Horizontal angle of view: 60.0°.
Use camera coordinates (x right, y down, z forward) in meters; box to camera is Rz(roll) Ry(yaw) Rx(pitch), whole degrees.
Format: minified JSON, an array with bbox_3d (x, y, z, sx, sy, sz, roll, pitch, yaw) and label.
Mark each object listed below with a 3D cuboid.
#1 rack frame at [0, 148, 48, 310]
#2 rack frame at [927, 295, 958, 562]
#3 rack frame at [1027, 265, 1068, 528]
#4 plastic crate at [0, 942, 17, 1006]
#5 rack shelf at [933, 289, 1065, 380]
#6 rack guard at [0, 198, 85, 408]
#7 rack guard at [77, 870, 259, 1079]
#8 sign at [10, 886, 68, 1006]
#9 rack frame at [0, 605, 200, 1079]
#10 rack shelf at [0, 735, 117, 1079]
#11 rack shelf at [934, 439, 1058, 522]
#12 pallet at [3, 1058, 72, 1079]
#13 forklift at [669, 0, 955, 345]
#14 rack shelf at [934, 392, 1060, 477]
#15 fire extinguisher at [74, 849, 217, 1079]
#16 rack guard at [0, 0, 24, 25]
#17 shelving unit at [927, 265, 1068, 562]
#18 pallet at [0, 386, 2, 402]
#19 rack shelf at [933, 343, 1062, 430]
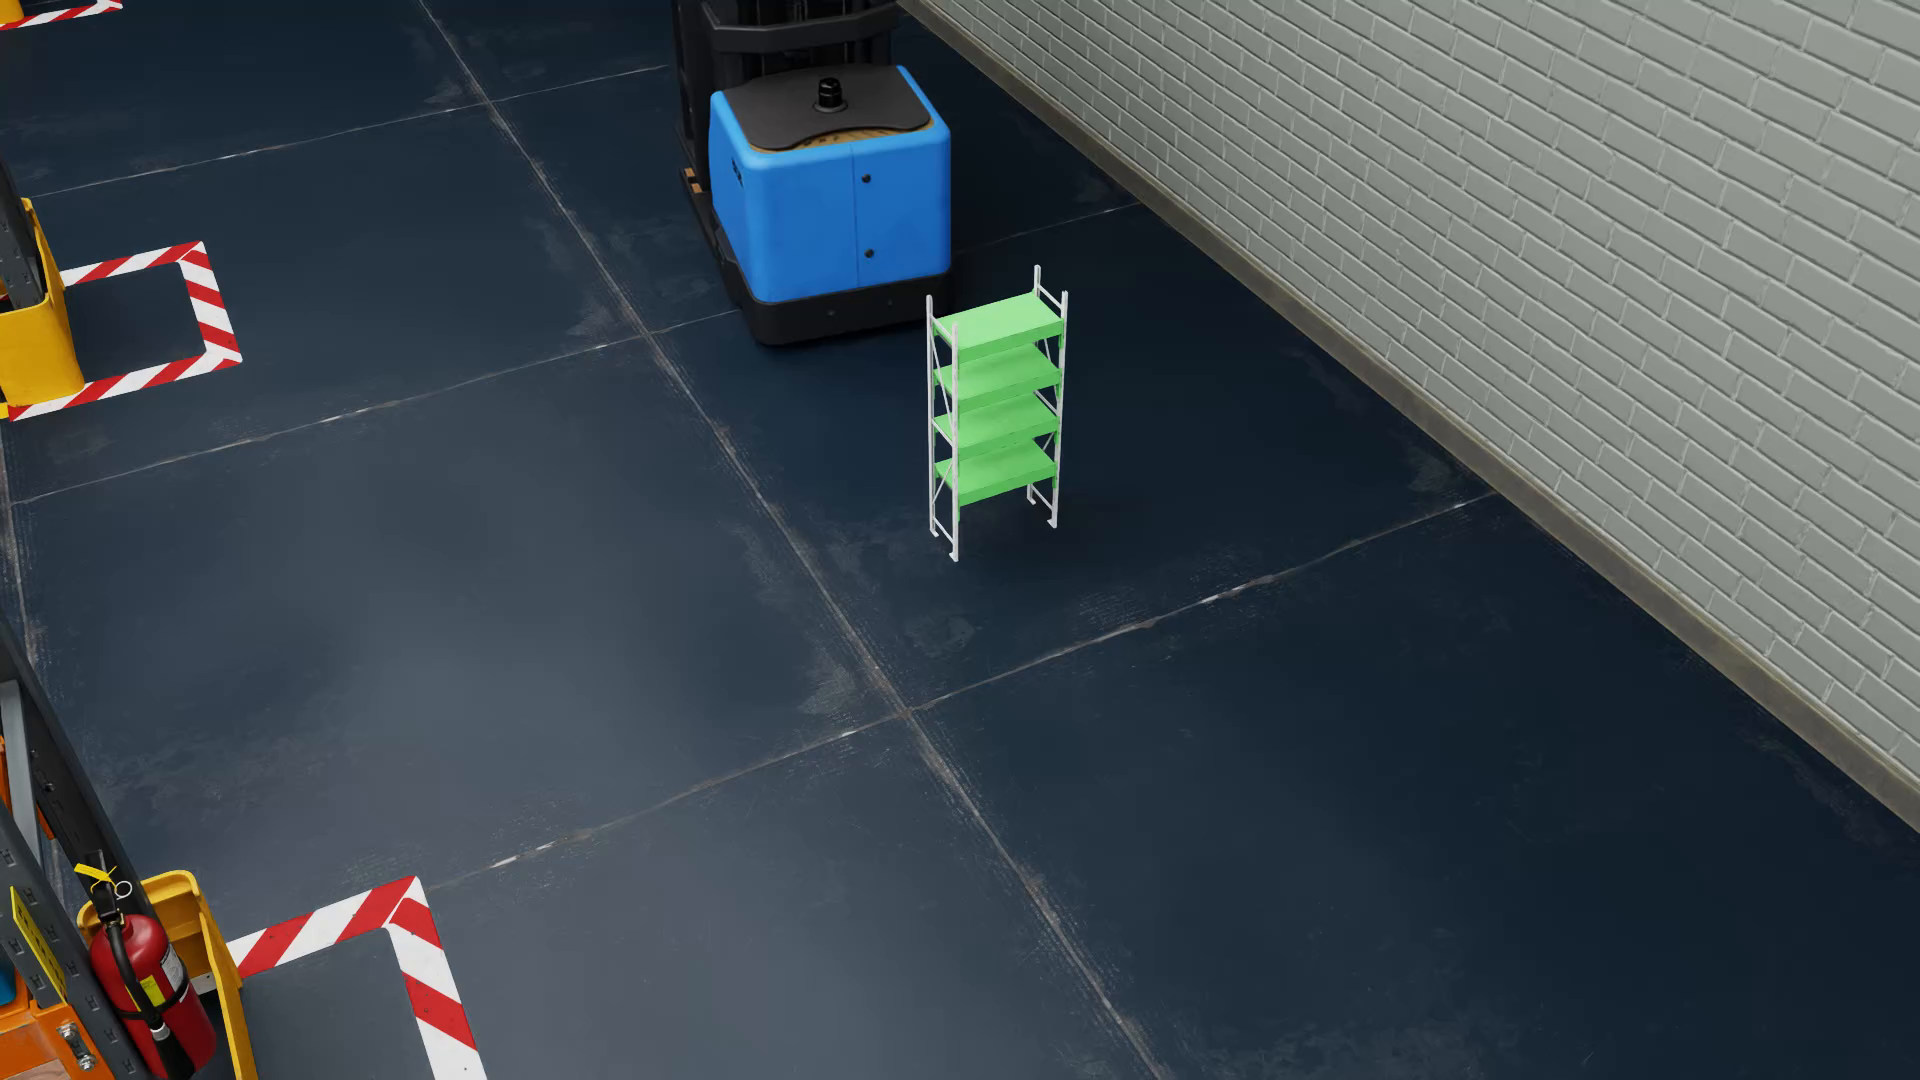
[{"bbox_3d":[-4.614,-2.176,7.499,0.127,3.000,1.000,-19,44,-21],"label":"rack frame"},{"bbox_3d":[-0.070,-0.435,6.835,0.015,1.200,0.240,-19,44,-21],"label":"rack frame"},{"bbox_3d":[0.363,-0.580,7.007,0.015,1.200,0.240,-19,44,-21],"label":"rack frame"},{"bbox_3d":[-2.540,0.834,3.869,0.499,0.435,0.616,-19,44,-21],"label":"plastic crate"},{"bbox_3d":[0.147,-0.825,6.652,0.480,0.148,0.258,-19,44,-21],"label":"rack shelf"},{"bbox_3d":[-4.682,-1.199,8.279,0.348,0.500,1.175,-19,44,-21],"label":"rack guard"},{"bbox_3d":[-2.314,1.603,4.969,0.348,0.500,1.175,-19,44,-21],"label":"rack guard"},{"bbox_3d":[-2.061,0.912,3.725,0.005,0.325,0.100,-19,44,-21],"label":"sign"},{"bbox_3d":[-2.330,0.664,4.144,0.127,3.000,1.000,-19,44,-21],"label":"rack frame"},{"bbox_3d":[-4.103,1.535,3.671,4.000,0.370,1.077,-19,44,-21],"label":"rack shelf"},{"bbox_3d":[0.147,-0.275,7.117,0.480,0.148,0.258,-19,44,-21],"label":"rack shelf"},{"bbox_3d":[-3.079,1.952,4.781,1.213,0.211,1.003,-19,44,-21],"label":"pallet"},{"bbox_3d":[-0.976,-3.052,8.587,1.130,2.935,3.031,-12,42,-14],"label":"forklift"},{"bbox_3d":[0.147,-0.459,6.962,0.480,0.148,0.258,-19,44,-21],"label":"rack shelf"},{"bbox_3d":[-1.986,1.051,4.035,0.183,0.674,0.296,-19,44,-21],"label":"fire extinguisher"},{"bbox_3d":[-6.885,-4.066,11.667,0.348,0.500,1.175,-19,44,-21],"label":"rack guard"},{"bbox_3d":[0.147,-0.507,6.921,0.503,1.200,0.258,-19,44,-21],"label":"shelving unit"},{"bbox_3d":[-5.388,-0.850,8.091,1.213,0.211,1.003,-19,44,-21],"label":"pallet"},{"bbox_3d":[0.147,-0.642,6.807,0.480,0.148,0.258,-19,44,-21],"label":"rack shelf"}]
